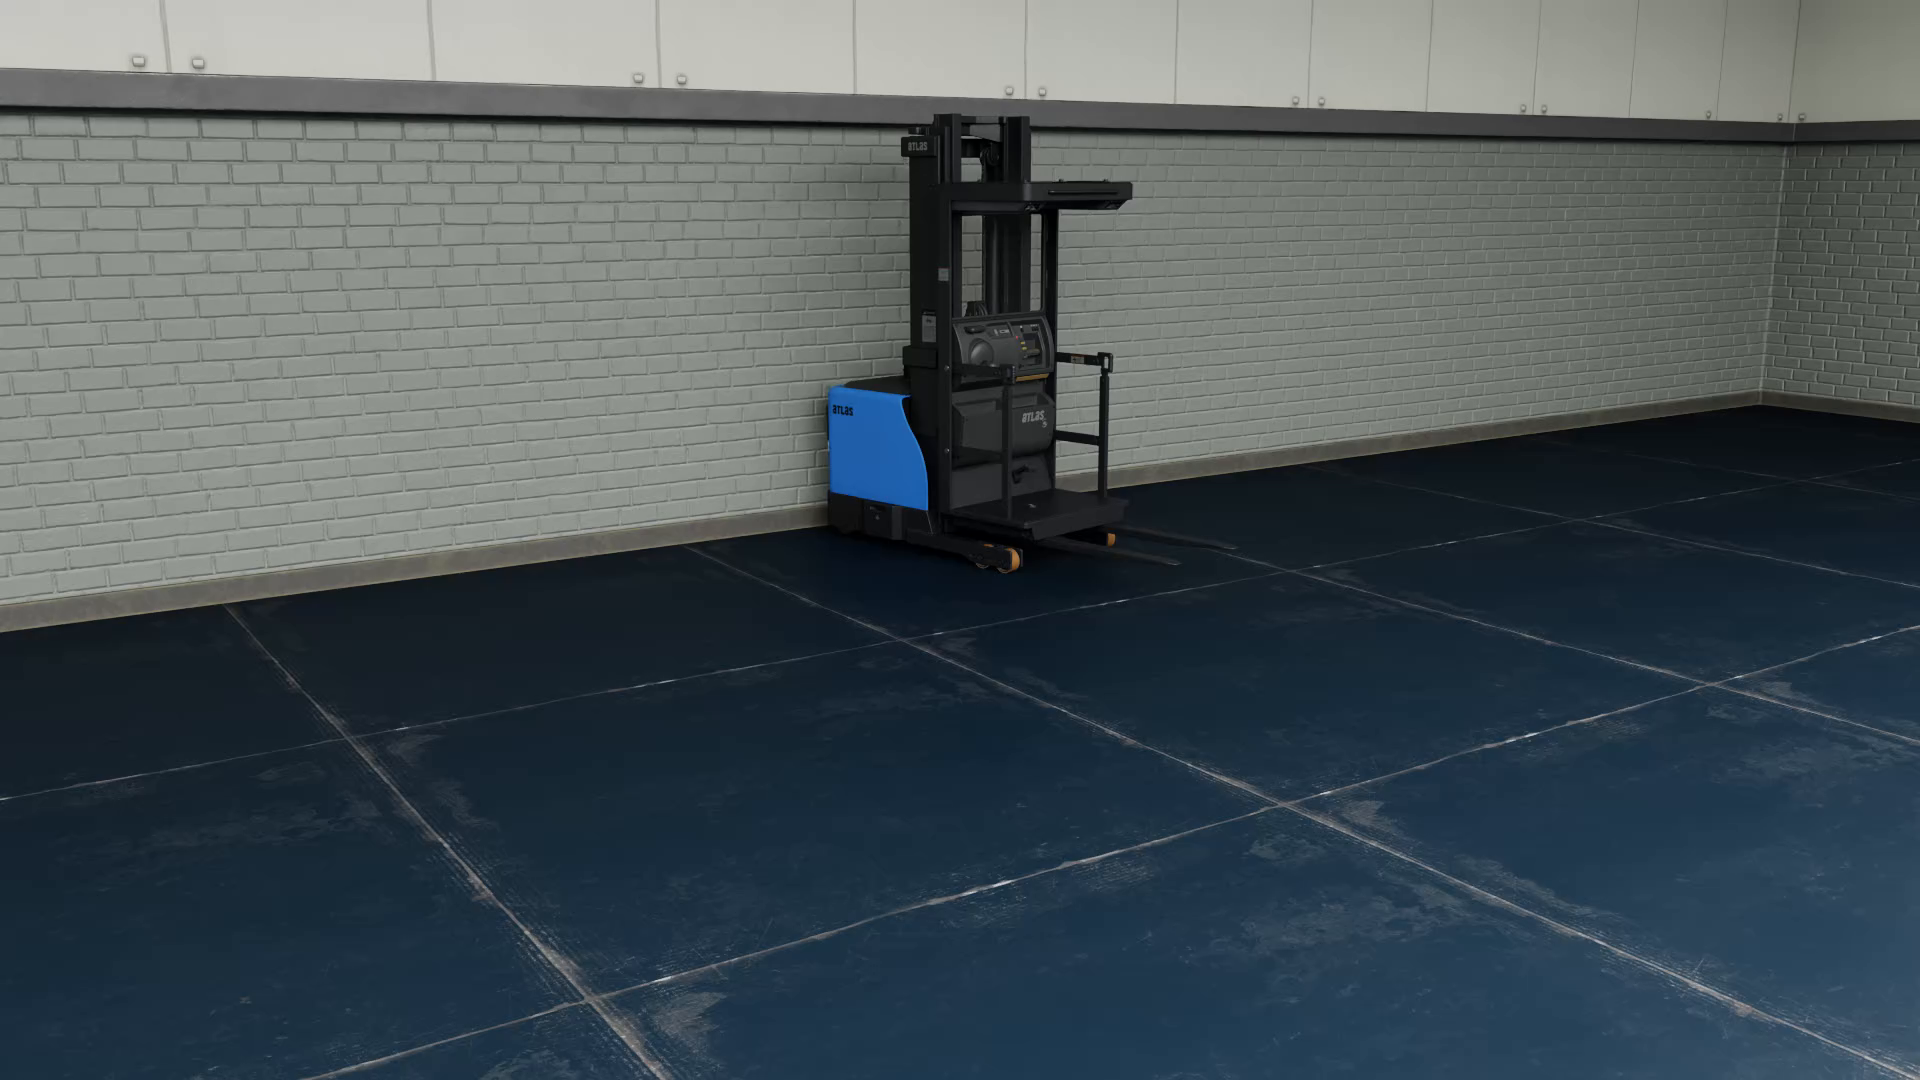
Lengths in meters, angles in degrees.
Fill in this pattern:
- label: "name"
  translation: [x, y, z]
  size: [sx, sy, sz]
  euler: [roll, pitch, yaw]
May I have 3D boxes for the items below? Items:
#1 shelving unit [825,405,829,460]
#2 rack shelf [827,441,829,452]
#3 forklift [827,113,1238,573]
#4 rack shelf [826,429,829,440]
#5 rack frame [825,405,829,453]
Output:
- label: "shelving unit"
  translation: [-0.810, -0.552, 12.287]
  size: [0.258, 0.900, 0.210]
  euler: [-12, 17, -32]
- label: "rack shelf"
  translation: [-0.818, -0.694, 12.251]
  size: [0.258, 0.077, 0.200]
  euler: [-12, 17, -32]
- label: "forklift"
  translation: [0.453, -1.339, 11.124]
  size: [3.031, 2.935, 1.130]
  euler: [12, 17, 43]
- label: "rack shelf"
  translation: [-0.822, -0.781, 12.229]
  size: [0.258, 0.077, 0.200]
  euler: [-12, 17, -32]
- label: "rack frame"
  translation: [-0.867, -0.570, 12.370]
  size: [0.240, 0.900, 0.006]
  euler: [-12, 17, -32]
